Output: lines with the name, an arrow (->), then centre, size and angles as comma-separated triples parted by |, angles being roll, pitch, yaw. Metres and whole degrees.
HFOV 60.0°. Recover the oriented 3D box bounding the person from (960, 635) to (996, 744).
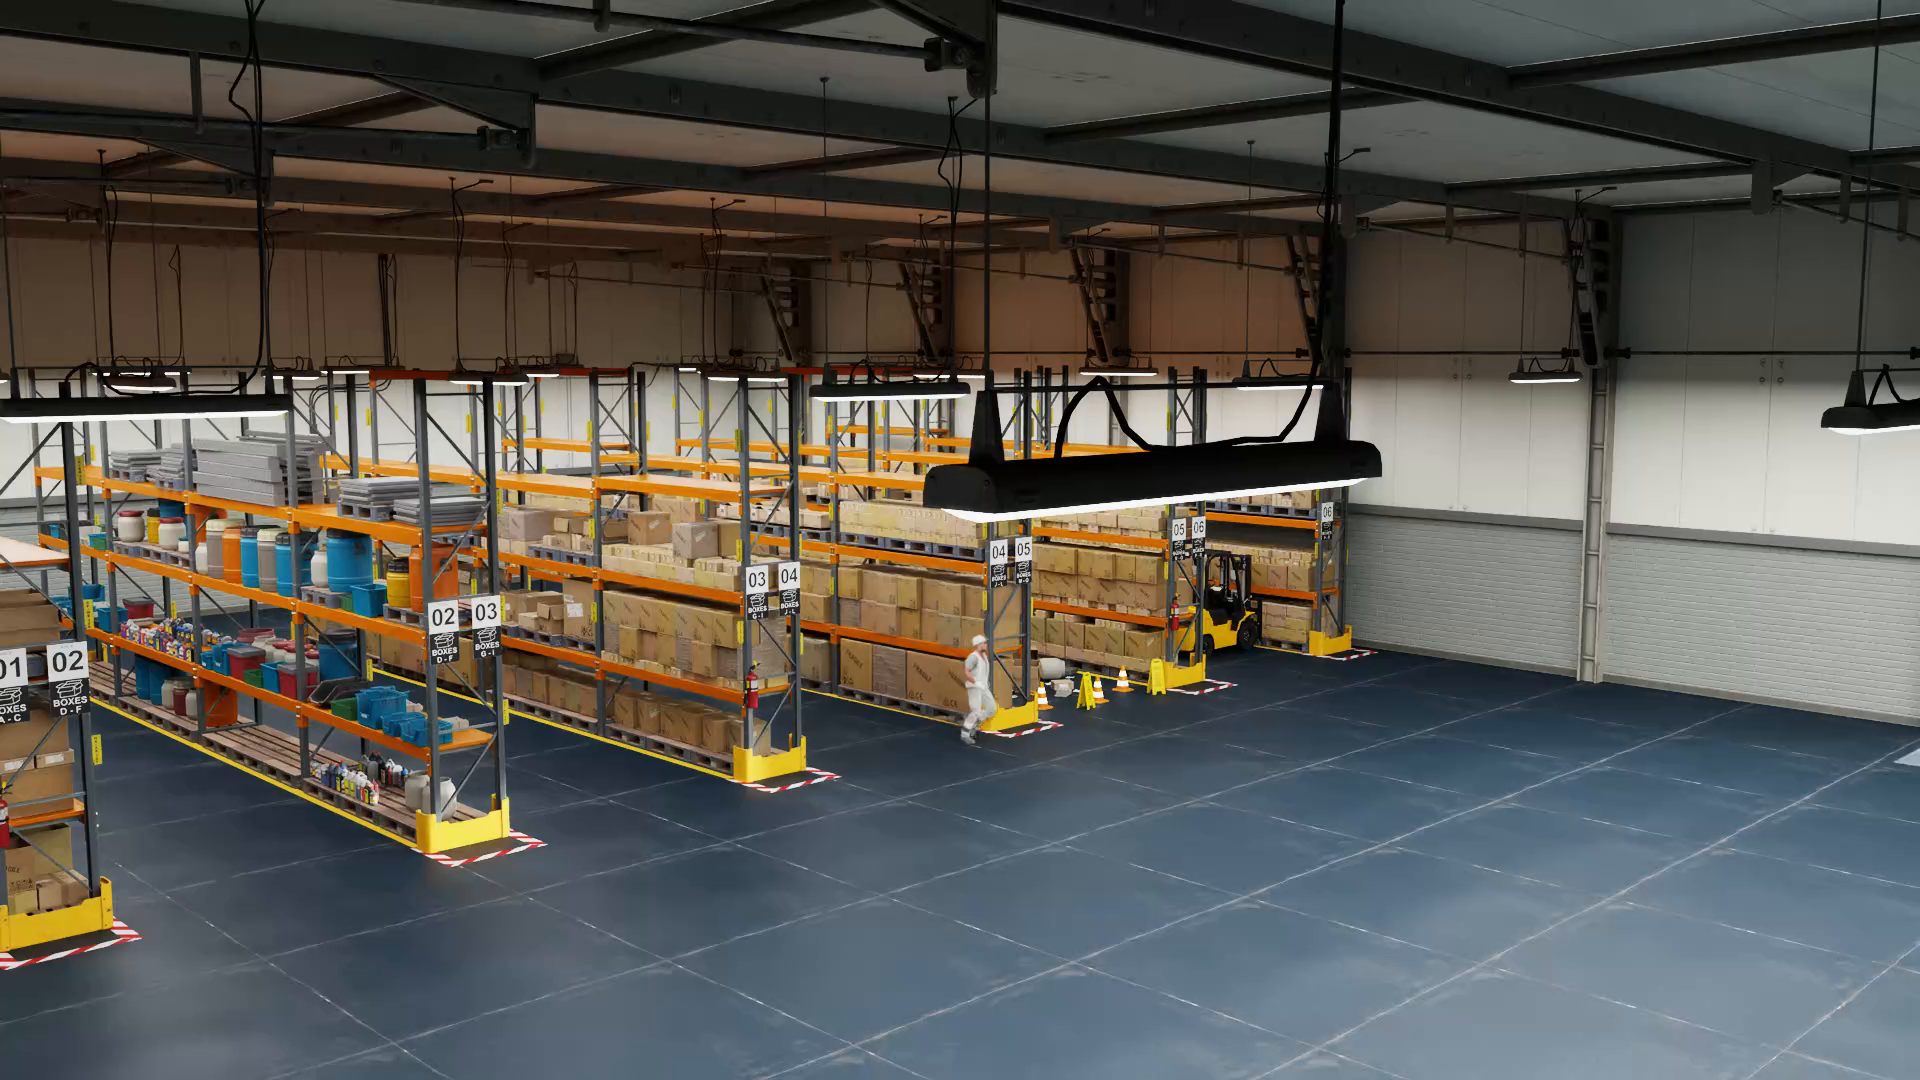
person -> 0.342, 2.419, 27.097 | 0.534, 1.728, 0.719 | 4, 8, 31
